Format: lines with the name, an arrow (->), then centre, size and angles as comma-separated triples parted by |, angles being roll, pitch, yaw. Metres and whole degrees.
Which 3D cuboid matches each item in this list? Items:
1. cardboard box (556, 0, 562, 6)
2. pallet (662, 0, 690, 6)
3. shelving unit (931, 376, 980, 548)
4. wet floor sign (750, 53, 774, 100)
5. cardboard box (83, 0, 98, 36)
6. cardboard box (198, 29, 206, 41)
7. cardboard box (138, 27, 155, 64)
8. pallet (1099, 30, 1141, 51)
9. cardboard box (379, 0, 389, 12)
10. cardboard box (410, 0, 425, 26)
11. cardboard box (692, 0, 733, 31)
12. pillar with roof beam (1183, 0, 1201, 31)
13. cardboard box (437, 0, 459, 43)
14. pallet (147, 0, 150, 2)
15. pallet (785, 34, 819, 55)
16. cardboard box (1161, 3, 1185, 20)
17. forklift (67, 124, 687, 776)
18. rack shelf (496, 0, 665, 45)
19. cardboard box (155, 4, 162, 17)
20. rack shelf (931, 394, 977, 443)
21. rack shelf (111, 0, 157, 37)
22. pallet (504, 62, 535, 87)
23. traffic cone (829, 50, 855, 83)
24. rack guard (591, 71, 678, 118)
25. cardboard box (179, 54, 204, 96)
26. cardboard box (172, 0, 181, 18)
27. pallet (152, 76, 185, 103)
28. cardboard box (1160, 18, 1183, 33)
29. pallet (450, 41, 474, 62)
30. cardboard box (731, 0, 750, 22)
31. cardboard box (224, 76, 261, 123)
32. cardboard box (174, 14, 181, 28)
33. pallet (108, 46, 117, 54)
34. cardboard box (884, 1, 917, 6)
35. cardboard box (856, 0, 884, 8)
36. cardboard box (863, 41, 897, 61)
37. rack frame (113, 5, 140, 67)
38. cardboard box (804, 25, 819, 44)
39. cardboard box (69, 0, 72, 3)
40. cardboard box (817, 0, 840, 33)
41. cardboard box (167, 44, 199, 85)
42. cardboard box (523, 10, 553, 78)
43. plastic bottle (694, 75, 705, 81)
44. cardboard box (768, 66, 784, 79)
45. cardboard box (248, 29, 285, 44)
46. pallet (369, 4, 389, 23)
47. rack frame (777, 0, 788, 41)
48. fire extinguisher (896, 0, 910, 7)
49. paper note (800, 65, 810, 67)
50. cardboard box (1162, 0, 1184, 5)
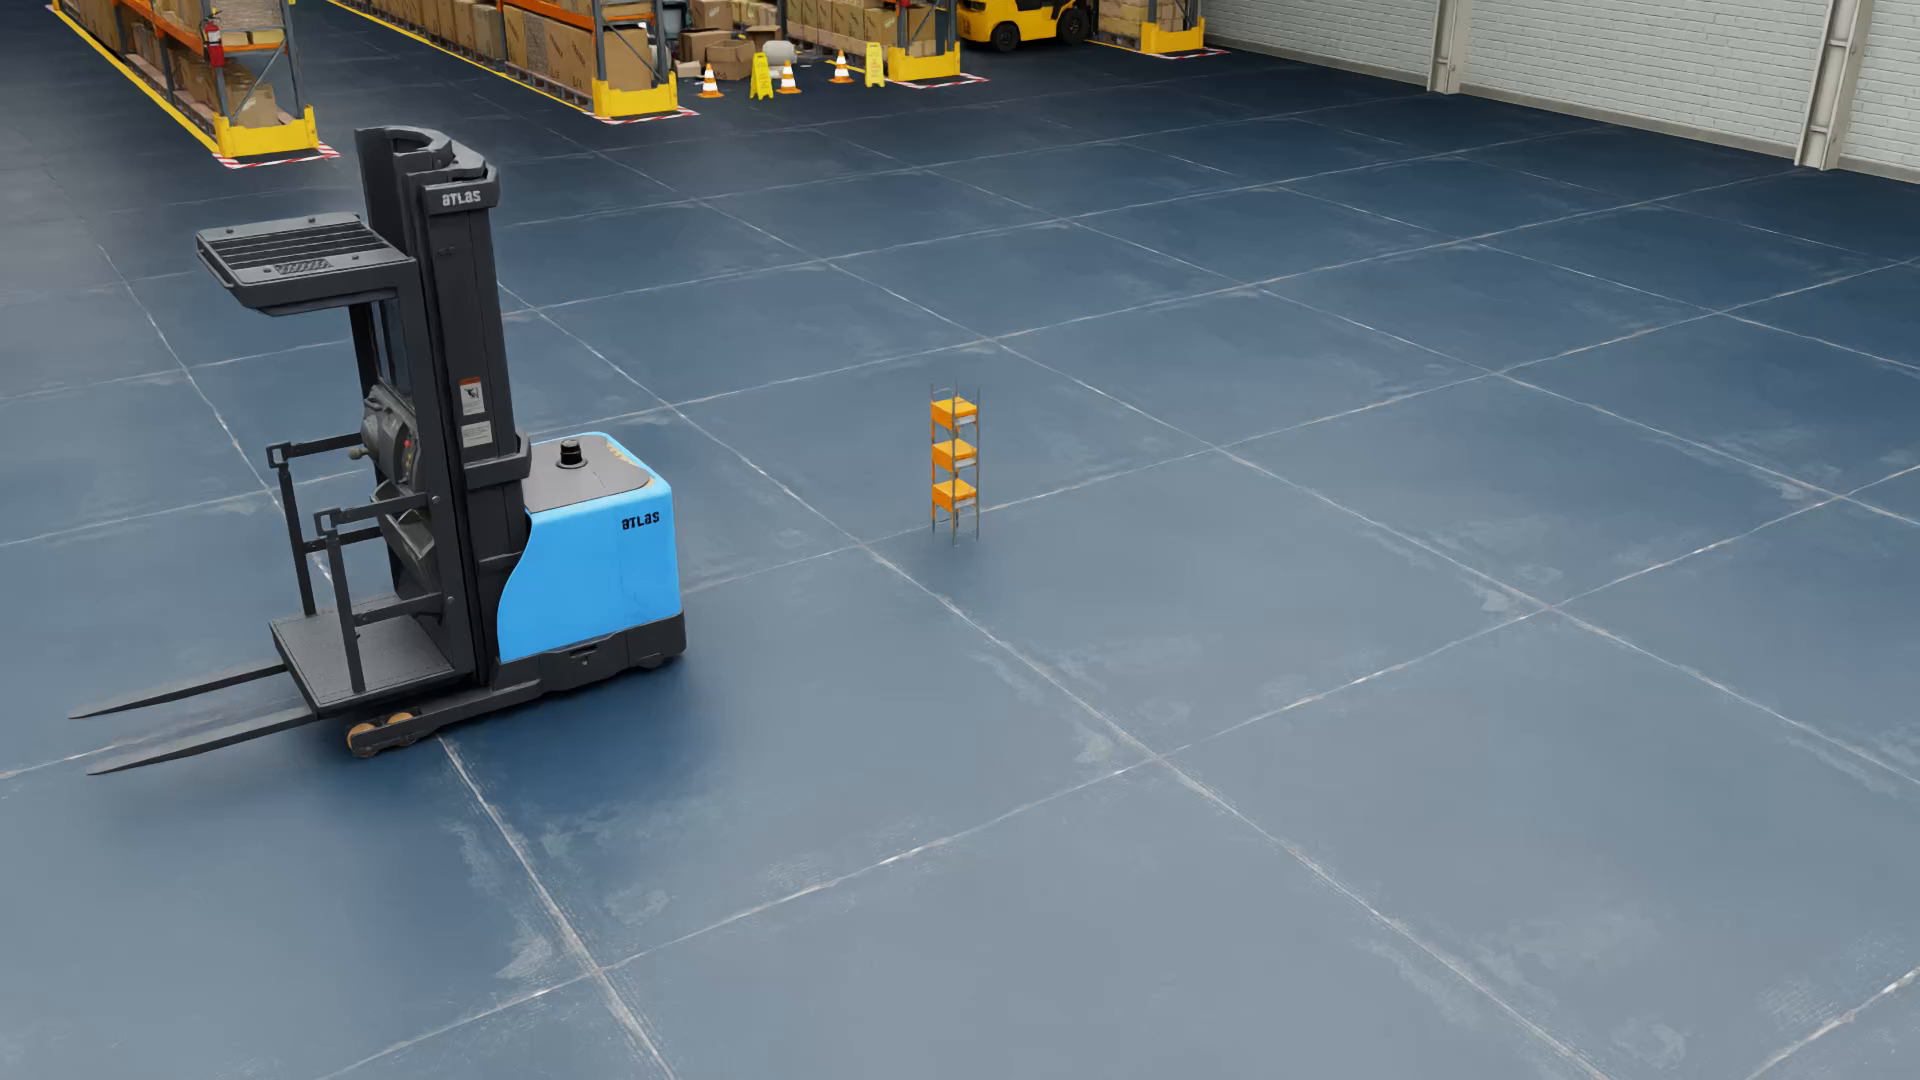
cardboard box -> -5.371, -8.069, 24.153 | 0.875, 0.550, 0.550 | -16, 29, -30
pallet -> -5.254, -10.547, 32.846 | 1.003, 0.211, 1.213 | -16, 29, -30
shelving unit -> -0.029, -0.494, 10.566 | 0.215, 1.050, 0.252 | -16, 29, -30
wet floor sign -> -2.937, -6.844, 24.492 | 0.267, 0.644, 0.232 | -22, 33, -38
cardboard box -> -14.519, -9.316, 28.967 | 1.225, 0.875, 0.875 | -17, 30, -31
cardboard box -> -9.467, -6.445, 21.184 | 0.380, 0.149, 0.250 | -16, 29, -30
cardboard box -> -12.494, -7.838, 26.252 | 0.700, 0.500, 0.500 | -18, 31, -34
pallet -> 3.185, -8.808, 29.162 | 1.003, 0.211, 1.213 | -16, 29, -30
cardboard box -> -10.691, -10.294, 31.479 | 0.500, 0.500, 0.500 | -14, 29, -27
cardboard box -> -9.557, -9.553, 29.909 | 0.500, 0.500, 0.500 | -16, 29, -30
cardboard box -> -4.178, -8.865, 28.056 | 0.500, 0.500, 0.500 | -16, 29, -30
pillar with roof beam -> 0.405, -11.974, 25.574 | 9.100, 9.000, 0.400 | -16, 29, -30
cardboard box -> -8.242, -8.941, 28.320 | 1.050, 0.750, 0.750 | -15, 29, -29
pallet -> -11.302, -7.989, 24.385 | 1.003, 0.211, 1.213 | -16, 29, -30
pallet -> -2.307, -8.585, 28.689 | 1.003, 0.211, 1.213 | -16, 29, -30
cardboard box -> 3.554, -9.195, 28.857 | 0.500, 0.250, 0.500 | -15, 29, -29
forklift -> -3.047, -0.483, 8.340 | 3.031, 2.935, 1.130 | -15, 29, -29
rack shelf -> -5.704, -7.848, 24.703 | 1.077, 0.370, 4.000 | -16, 29, -30
cardboard box -> -11.015, -7.416, 23.239 | 0.380, 0.149, 0.250 | -16, 29, -30
rack shelf -> -0.029, -0.741, 10.450 | 0.215, 0.259, 0.240 | -16, 29, -30
rack shelf -> -12.098, -8.159, 25.362 | 1.077, 0.370, 4.000 | -16, 29, -30
pallet -> -6.446, -7.337, 26.045 | 1.003, 0.211, 1.213 | -16, 29, -30
traffic cone -> -1.835, -7.353, 25.785 | 0.336, 0.463, 0.334 | -16, 29, -30
rack guard -> -4.599, -6.319, 23.550 | 1.175, 0.500, 0.348 | -16, 29, -30
cardboard box -> -10.822, -6.676, 23.814 | 0.500, 0.500, 0.500 | -17, 30, -31
cardboard box -> -9.973, -7.242, 22.112 | 0.875, 0.500, 0.500 | -16, 29, -30
pallet -> -11.433, -6.786, 24.877 | 1.003, 0.211, 1.213 | -16, 29, -30
cardboard box -> 3.533, -8.973, 28.974 | 0.500, 0.250, 0.500 | -15, 29, -29
pallet -> -7.950, -8.323, 28.133 | 1.003, 0.211, 1.213 | -16, 29, -30
cardboard box -> -3.768, -9.771, 30.522 | 0.950, 0.372, 0.625 | -14, 29, -28
cardboard box -> -9.505, -5.831, 22.024 | 0.500, 0.500, 0.500 | -8, 26, -16
cardboard box -> -10.311, -6.975, 22.305 | 0.380, 0.149, 0.250 | -16, 29, -30
pallet -> -14.219, -8.674, 28.877 | 1.003, 0.211, 1.213 | -16, 29, -30
cardboard box -> -1.031, -8.480, 27.051 | 0.500, 0.500, 0.500 | -17, 30, -31
cardboard box -> -1.432, -8.568, 26.476 | 0.380, 0.149, 0.250 | -15, 29, -28
cardboard box -> -1.200, -7.829, 26.550 | 0.500, 0.250, 0.500 | -16, 29, -30
rack frame -> -13.190, -9.199, 26.724 | 1.000, 3.000, 0.127 | -16, 29, -30
cardboard box -> -2.307, -8.562, 28.103 | 0.500, 0.250, 0.500 | -14, 29, -27
cardboard box -> -17.141, -11.080, 32.703 | 0.875, 0.875, 0.875 | -16, 29, -30
cardboard box -> -2.024, -8.715, 27.548 | 0.500, 0.500, 0.500 | -14, 29, -27
cardboard box -> -11.324, -7.062, 24.608 | 0.700, 0.500, 0.500 | -18, 31, -33
cardboard box -> -6.016, -7.555, 25.237 | 0.875, 0.875, 0.875 | -15, 29, -29
plastic bottle -> -4.053, -7.219, 25.970 | 0.283, 0.061, 0.133 | 18, 31, 33
cardboard box -> -2.927, -7.356, 26.158 | 0.380, 0.149, 0.250 | -1, 25, -3
cardboard box -> -8.779, -6.382, 21.049 | 0.380, 0.149, 0.250 | -16, 29, -30
pallet -> -10.736, -10.211, 32.132 | 1.003, 0.211, 1.213 | -16, 29, -30
rack frame -> -2.703, -10.078, 28.585 | 1.000, 3.000, 0.127 | -16, 29, -30
fire extinguisher -> -0.843, -8.464, 25.257 | 0.296, 0.674, 0.183 | -16, 29, -30
paper note -> -2.513, -7.724, 27.076 | 0.148, 0.019, 0.142 | 18, 31, 33
cardboard box -> 3.533, -9.420, 28.749 | 0.500, 0.250, 0.500 | -16, 30, -30
